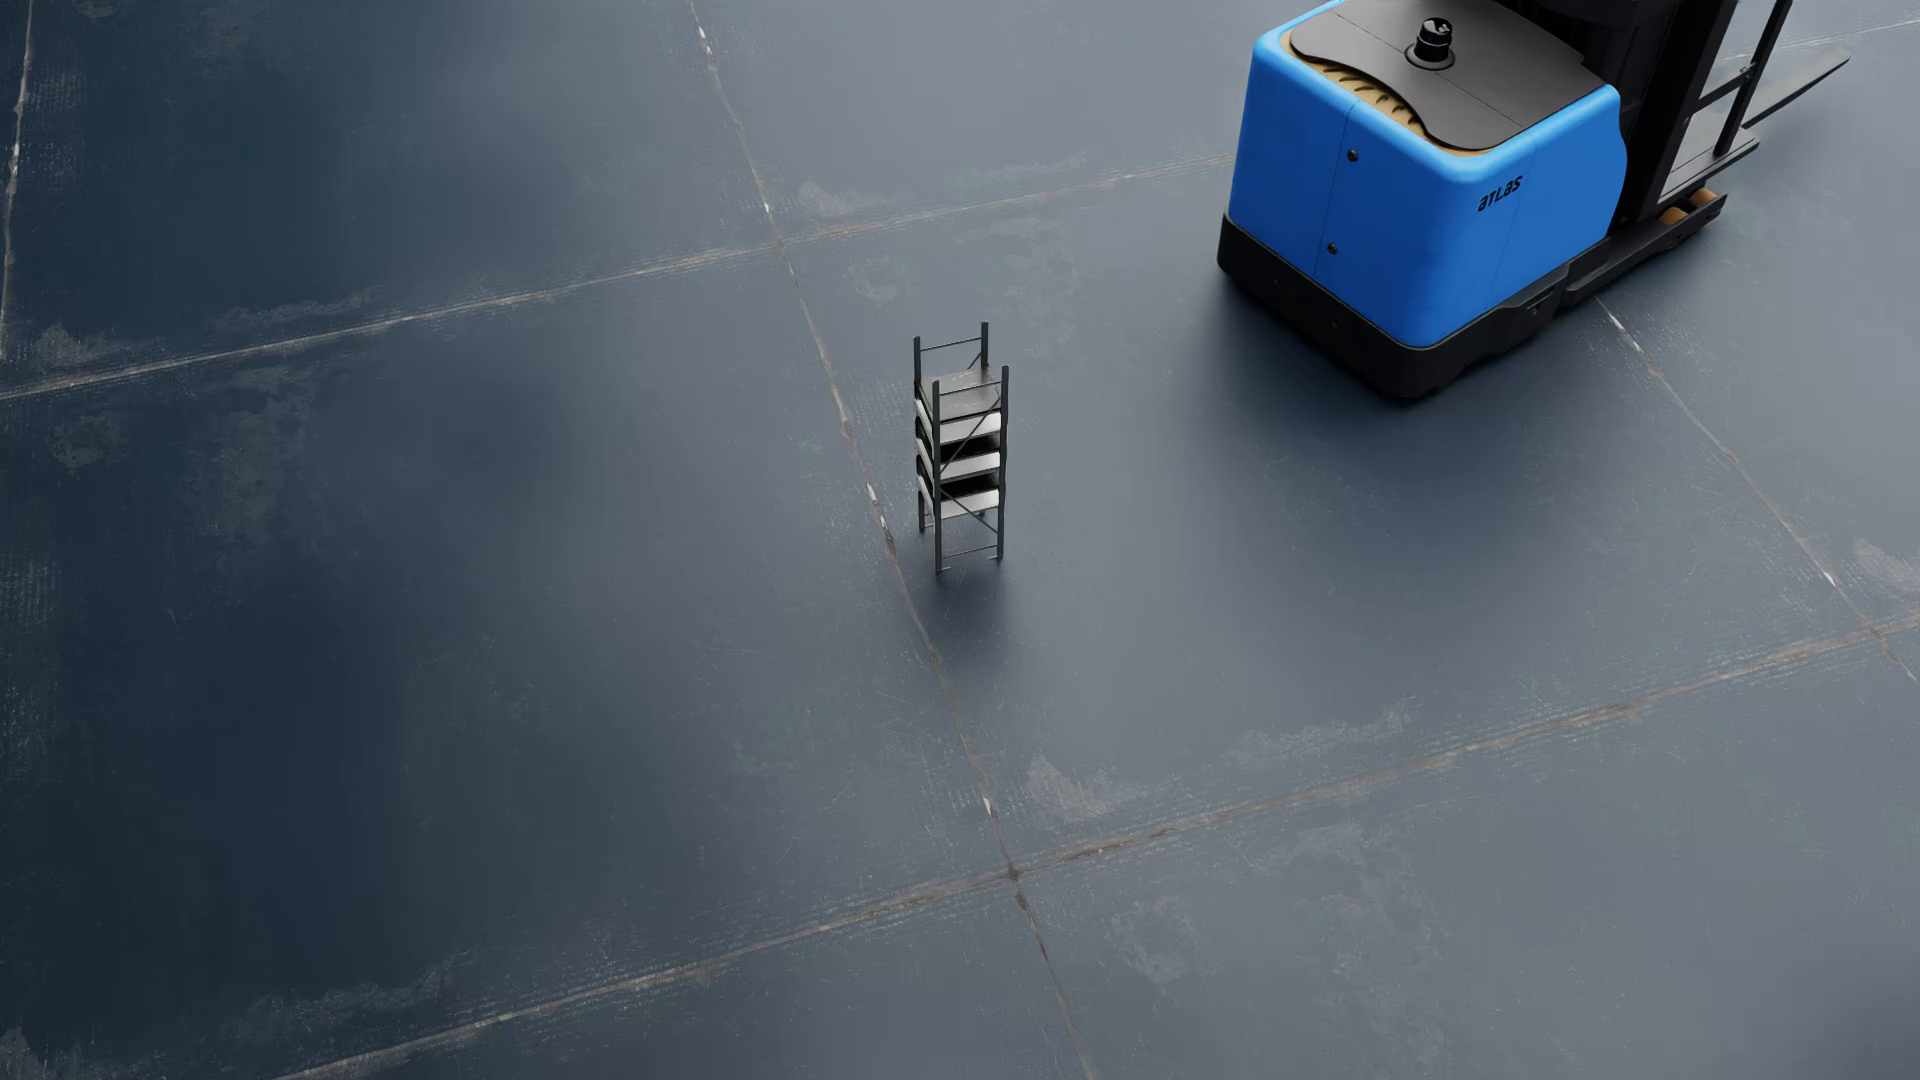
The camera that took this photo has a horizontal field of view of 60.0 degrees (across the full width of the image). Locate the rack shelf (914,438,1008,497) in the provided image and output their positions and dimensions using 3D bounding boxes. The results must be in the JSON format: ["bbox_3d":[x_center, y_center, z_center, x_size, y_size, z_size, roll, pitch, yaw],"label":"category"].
[{"bbox_3d":[0.002,-0.263,5.426,0.258,0.077,0.200,-13,51,-11],"label":"rack shelf"}]

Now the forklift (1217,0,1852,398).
[{"bbox_3d":[2.491,-2.415,5.869,3.031,2.935,1.130,-31,56,-23],"label":"forklift"}]

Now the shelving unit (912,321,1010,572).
[{"bbox_3d":[0.002,-0.284,5.401,0.258,0.900,0.210,-13,51,-11],"label":"shelving unit"}]

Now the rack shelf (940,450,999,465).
[{"bbox_3d":[0.002,-0.330,5.346,0.199,0.015,0.184,-13,51,-11],"label":"rack shelf"}]

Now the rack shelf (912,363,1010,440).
[{"bbox_3d":[0.002,-0.437,5.220,0.258,0.077,0.200,-13,51,-11],"label":"rack shelf"}]

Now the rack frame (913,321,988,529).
[{"bbox_3d":[-0.028,-0.358,5.464,0.240,0.900,0.006,-13,51,-11],"label":"rack frame"}]

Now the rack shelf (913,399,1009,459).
[{"bbox_3d":[0.002,-0.379,5.289,0.258,0.077,0.200,-13,51,-11],"label":"rack shelf"}]

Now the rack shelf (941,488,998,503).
[{"bbox_3d":[0.002,-0.214,5.484,0.199,0.015,0.184,-13,51,-11],"label":"rack shelf"}]

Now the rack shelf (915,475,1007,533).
[{"bbox_3d":[0.002,-0.147,5.564,0.258,0.077,0.200,-13,51,-11],"label":"rack shelf"}]

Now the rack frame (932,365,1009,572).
[{"bbox_3d":[0.032,-0.210,5.338,0.240,0.900,0.006,-13,51,-11],"label":"rack frame"}]
